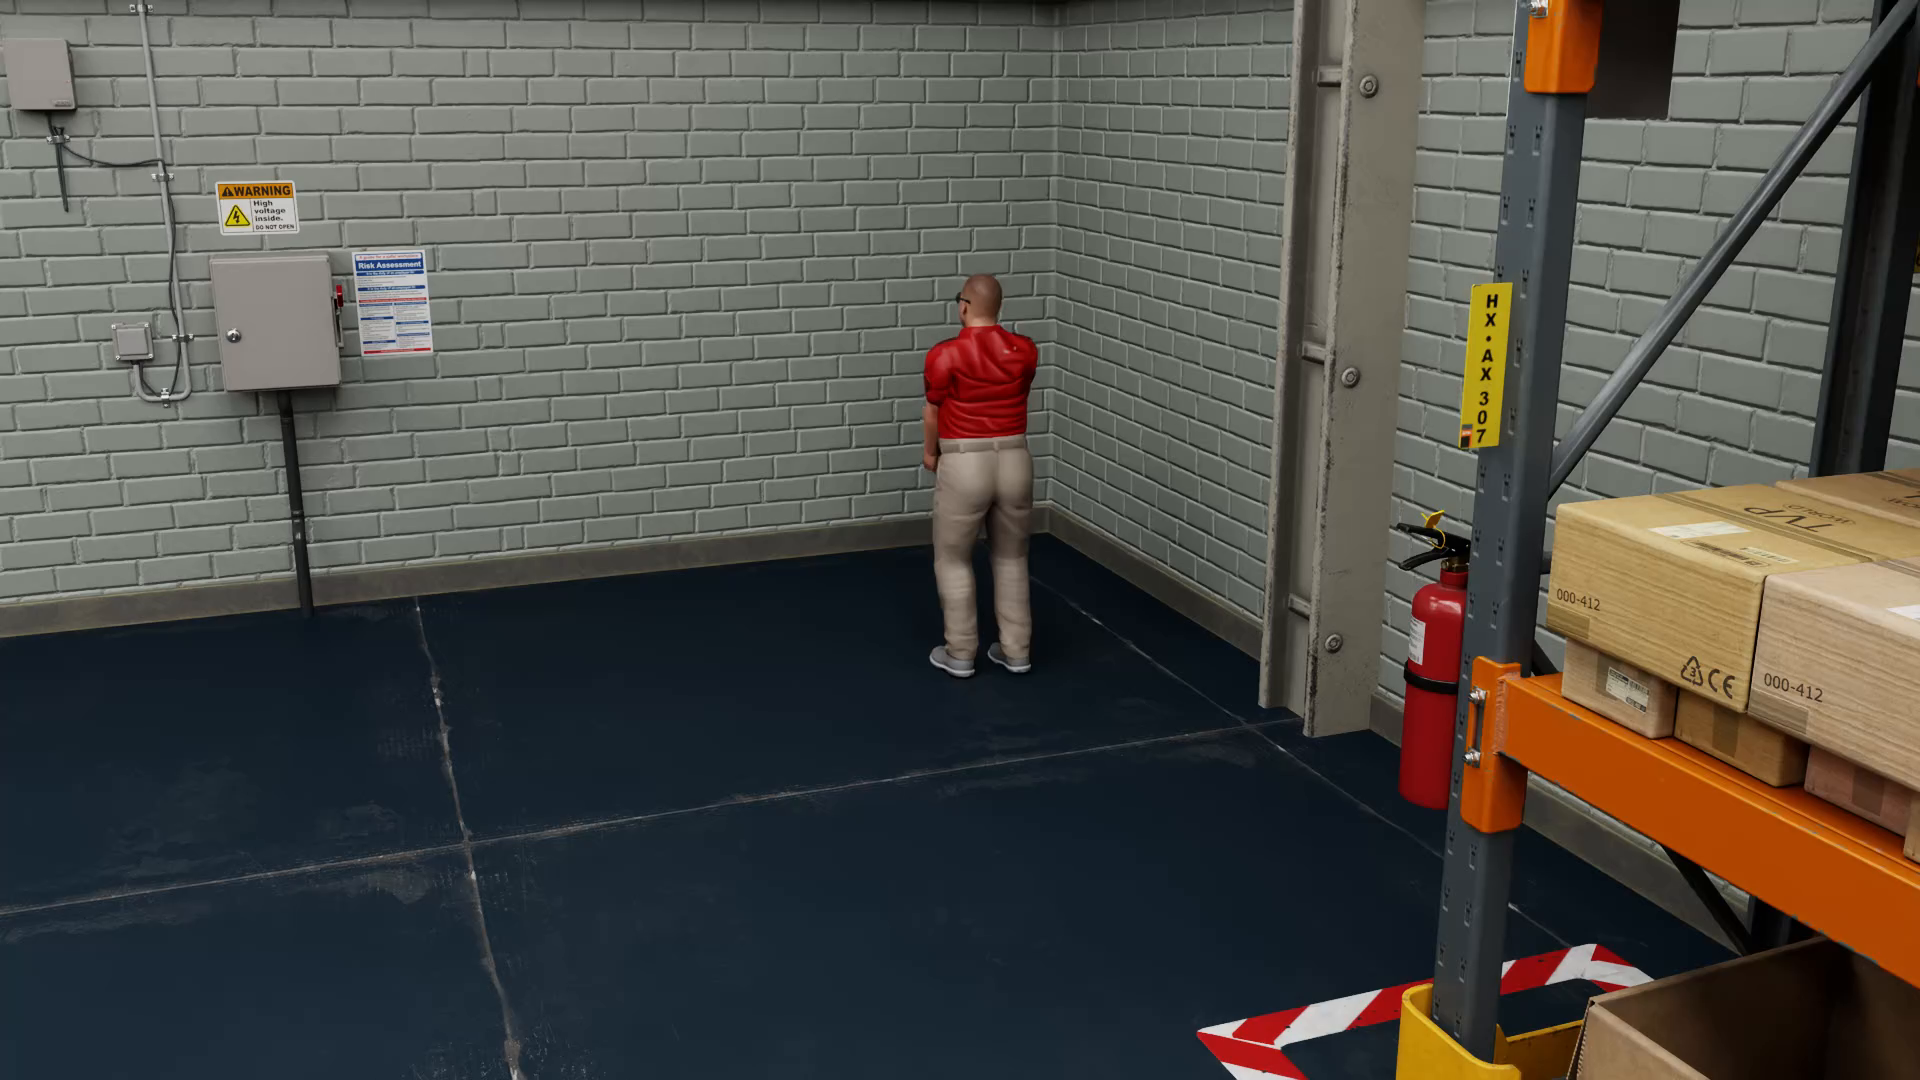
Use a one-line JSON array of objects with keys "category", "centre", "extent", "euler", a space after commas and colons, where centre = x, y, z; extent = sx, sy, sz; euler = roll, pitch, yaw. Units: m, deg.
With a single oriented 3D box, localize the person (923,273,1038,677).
[{"category": "person", "centre": [0.051, -0.279, 7.083], "extent": [0.490, 1.725, 0.543], "euler": [-6, 17, -20]}]
